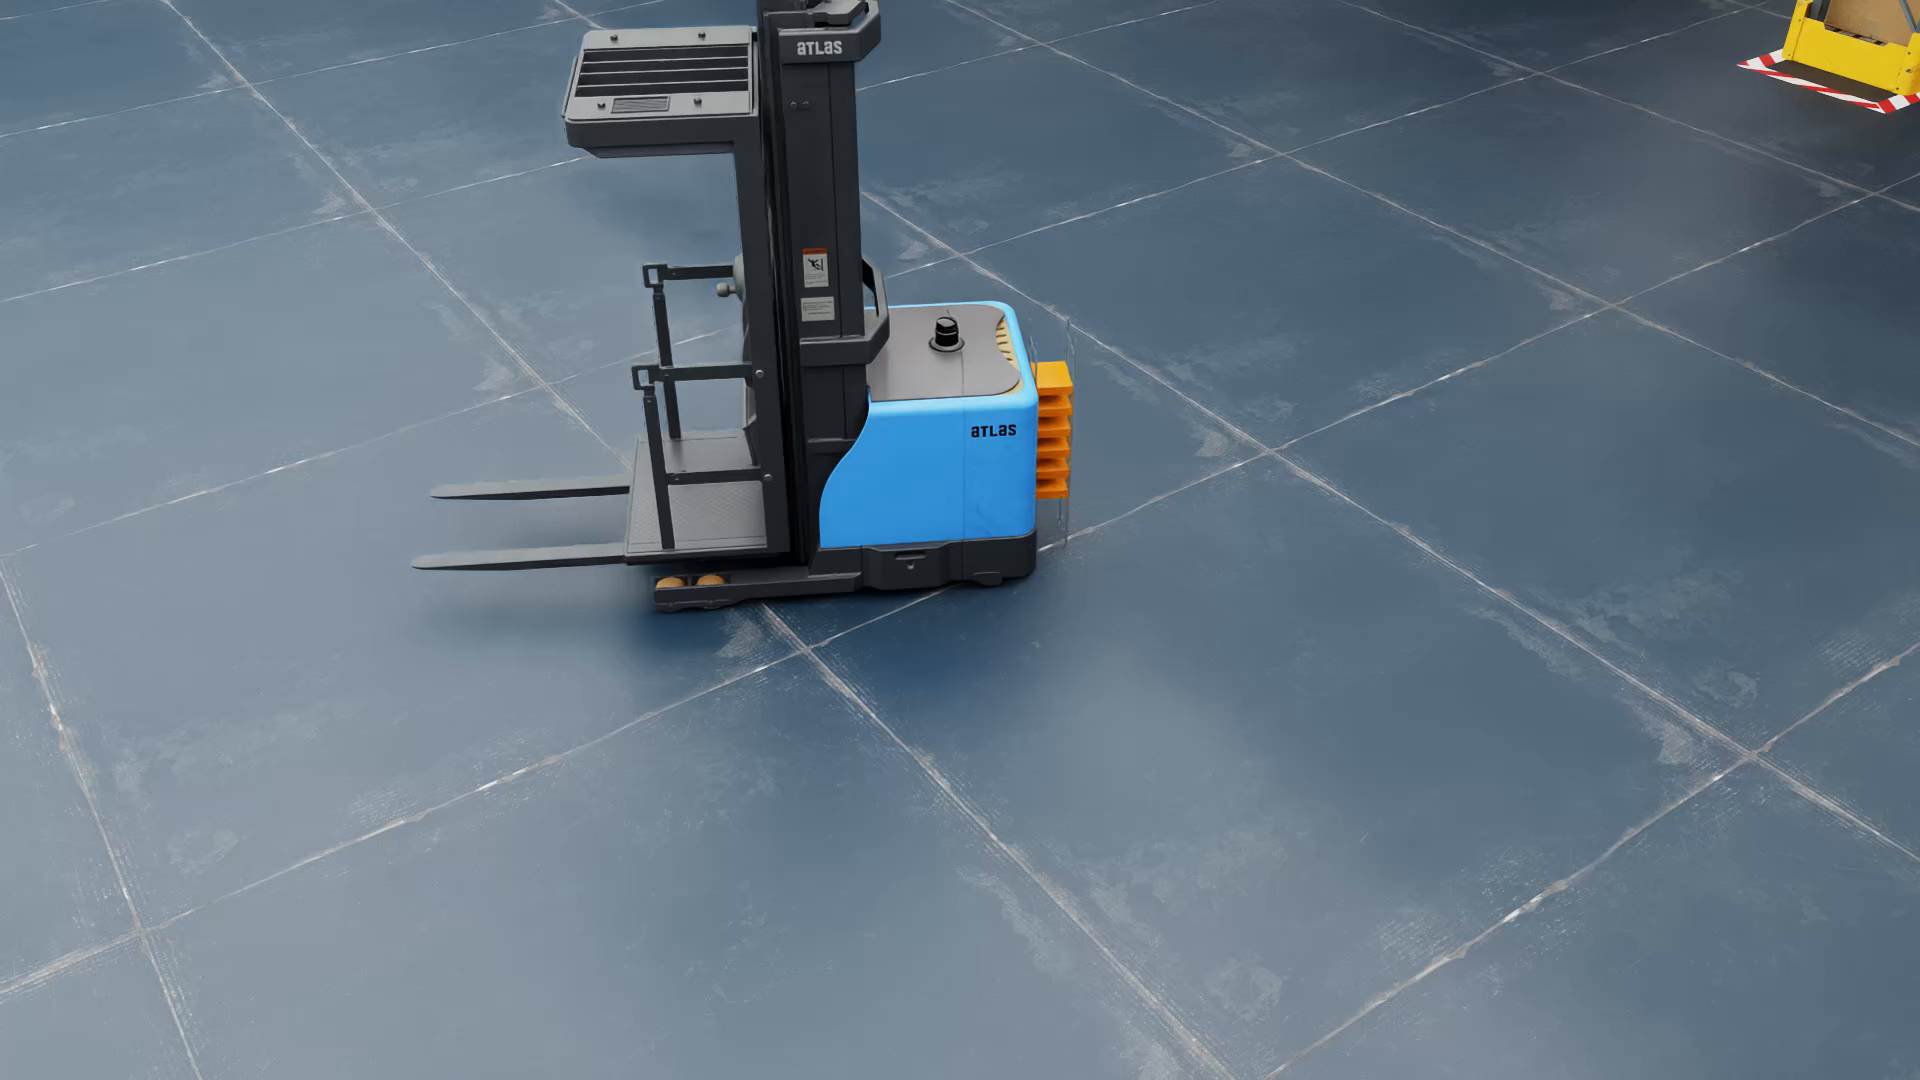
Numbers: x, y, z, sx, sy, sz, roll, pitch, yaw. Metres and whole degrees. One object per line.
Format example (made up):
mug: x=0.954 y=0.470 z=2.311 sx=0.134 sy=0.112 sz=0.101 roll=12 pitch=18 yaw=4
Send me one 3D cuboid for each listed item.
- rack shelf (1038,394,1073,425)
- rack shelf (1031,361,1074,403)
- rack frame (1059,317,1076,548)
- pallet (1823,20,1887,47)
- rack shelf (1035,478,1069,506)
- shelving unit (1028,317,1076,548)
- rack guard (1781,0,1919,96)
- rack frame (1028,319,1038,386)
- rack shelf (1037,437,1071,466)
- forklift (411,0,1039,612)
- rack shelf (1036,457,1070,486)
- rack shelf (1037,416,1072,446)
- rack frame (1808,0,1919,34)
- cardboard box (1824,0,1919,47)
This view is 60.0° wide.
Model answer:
rack shelf: x=0.440 y=-0.667 z=8.129 sx=0.180 sy=0.103 sz=0.258 roll=-4 pitch=36 yaw=-5
rack shelf: x=0.440 y=-0.765 z=8.058 sx=0.180 sy=0.103 sz=0.258 roll=-4 pitch=36 yaw=-5
rack frame: x=0.531 y=-0.514 z=8.251 sx=0.006 sy=1.200 sz=0.240 roll=-4 pitch=36 yaw=-5
pallet: x=8.179 y=-4.361 z=14.446 sx=1.213 sy=0.211 sz=1.003 roll=-22 pitch=41 yaw=-28
rack shelf: x=0.440 y=-0.278 z=8.409 sx=0.180 sy=0.103 sz=0.258 roll=-4 pitch=36 yaw=-5
shelving unit: x=0.440 y=-0.508 z=8.243 sx=0.189 sy=1.200 sz=0.258 roll=-4 pitch=36 yaw=-5
rack guard: x=7.550 y=-4.164 z=13.925 sx=0.348 sy=0.500 sz=1.175 roll=-22 pitch=41 yaw=-28
rack frame: x=0.349 y=-0.503 z=8.235 sx=0.006 sy=1.200 sz=0.240 roll=-4 pitch=36 yaw=-5
rack shelf: x=0.440 y=-0.472 z=8.269 sx=0.180 sy=0.103 sz=0.258 roll=-4 pitch=36 yaw=-5
forklift: x=-1.173 y=-1.167 z=7.676 sx=3.031 sy=2.935 sz=1.130 roll=-4 pitch=36 yaw=-5
rack shelf: x=0.440 y=-0.375 z=8.339 sx=0.180 sy=0.103 sz=0.258 roll=-4 pitch=36 yaw=-5
rack shelf: x=0.440 y=-0.570 z=8.199 sx=0.180 sy=0.103 sz=0.258 roll=-4 pitch=36 yaw=-5
rack frame: x=7.570 y=-5.187 z=13.206 sx=0.127 sy=3.000 sz=1.000 roll=-22 pitch=41 yaw=-28
cardboard box: x=8.086 y=-4.754 z=14.065 sx=0.875 sy=0.875 sz=0.875 roll=-22 pitch=41 yaw=-28
